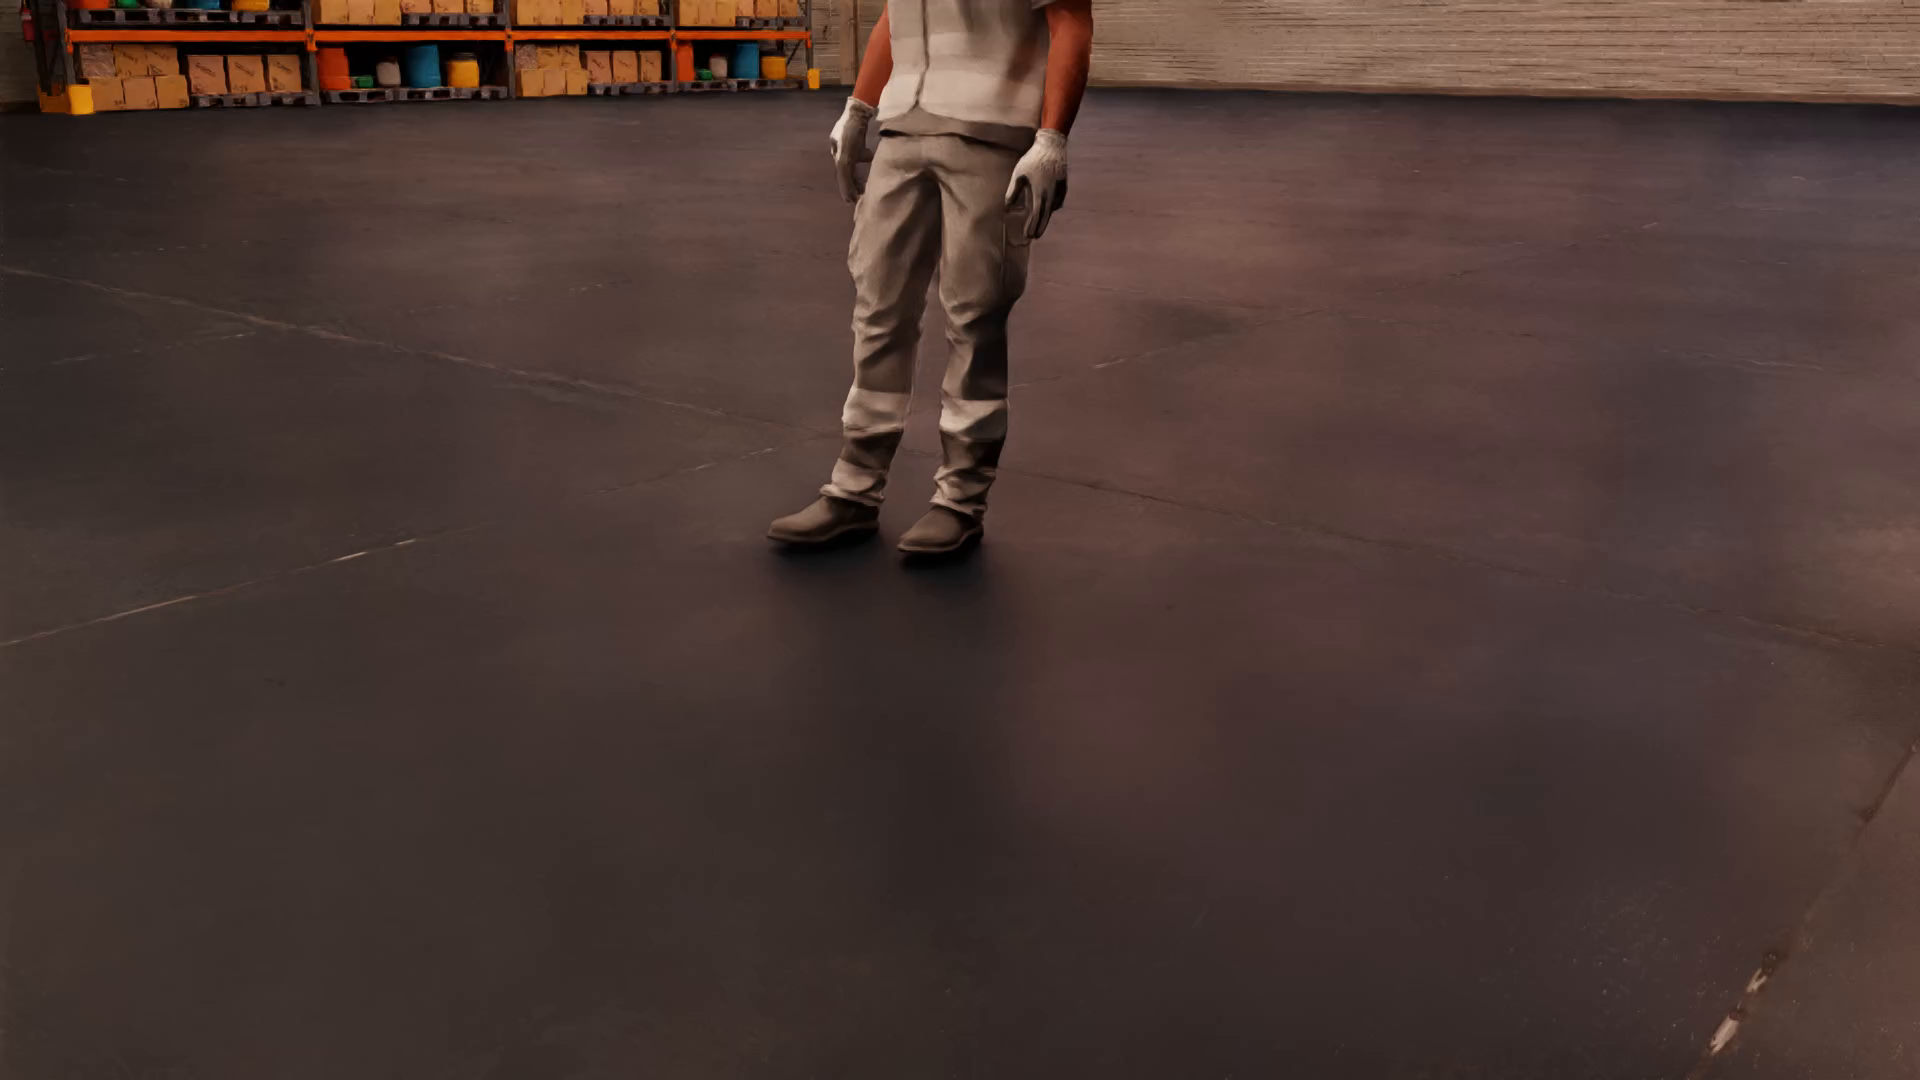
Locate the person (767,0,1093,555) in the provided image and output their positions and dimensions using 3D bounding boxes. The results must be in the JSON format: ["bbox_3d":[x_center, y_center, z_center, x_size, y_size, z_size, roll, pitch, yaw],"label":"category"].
[{"bbox_3d":[-0.060,-0.847,3.627,0.637,1.787,0.563,13,21,37],"label":"person"}]
